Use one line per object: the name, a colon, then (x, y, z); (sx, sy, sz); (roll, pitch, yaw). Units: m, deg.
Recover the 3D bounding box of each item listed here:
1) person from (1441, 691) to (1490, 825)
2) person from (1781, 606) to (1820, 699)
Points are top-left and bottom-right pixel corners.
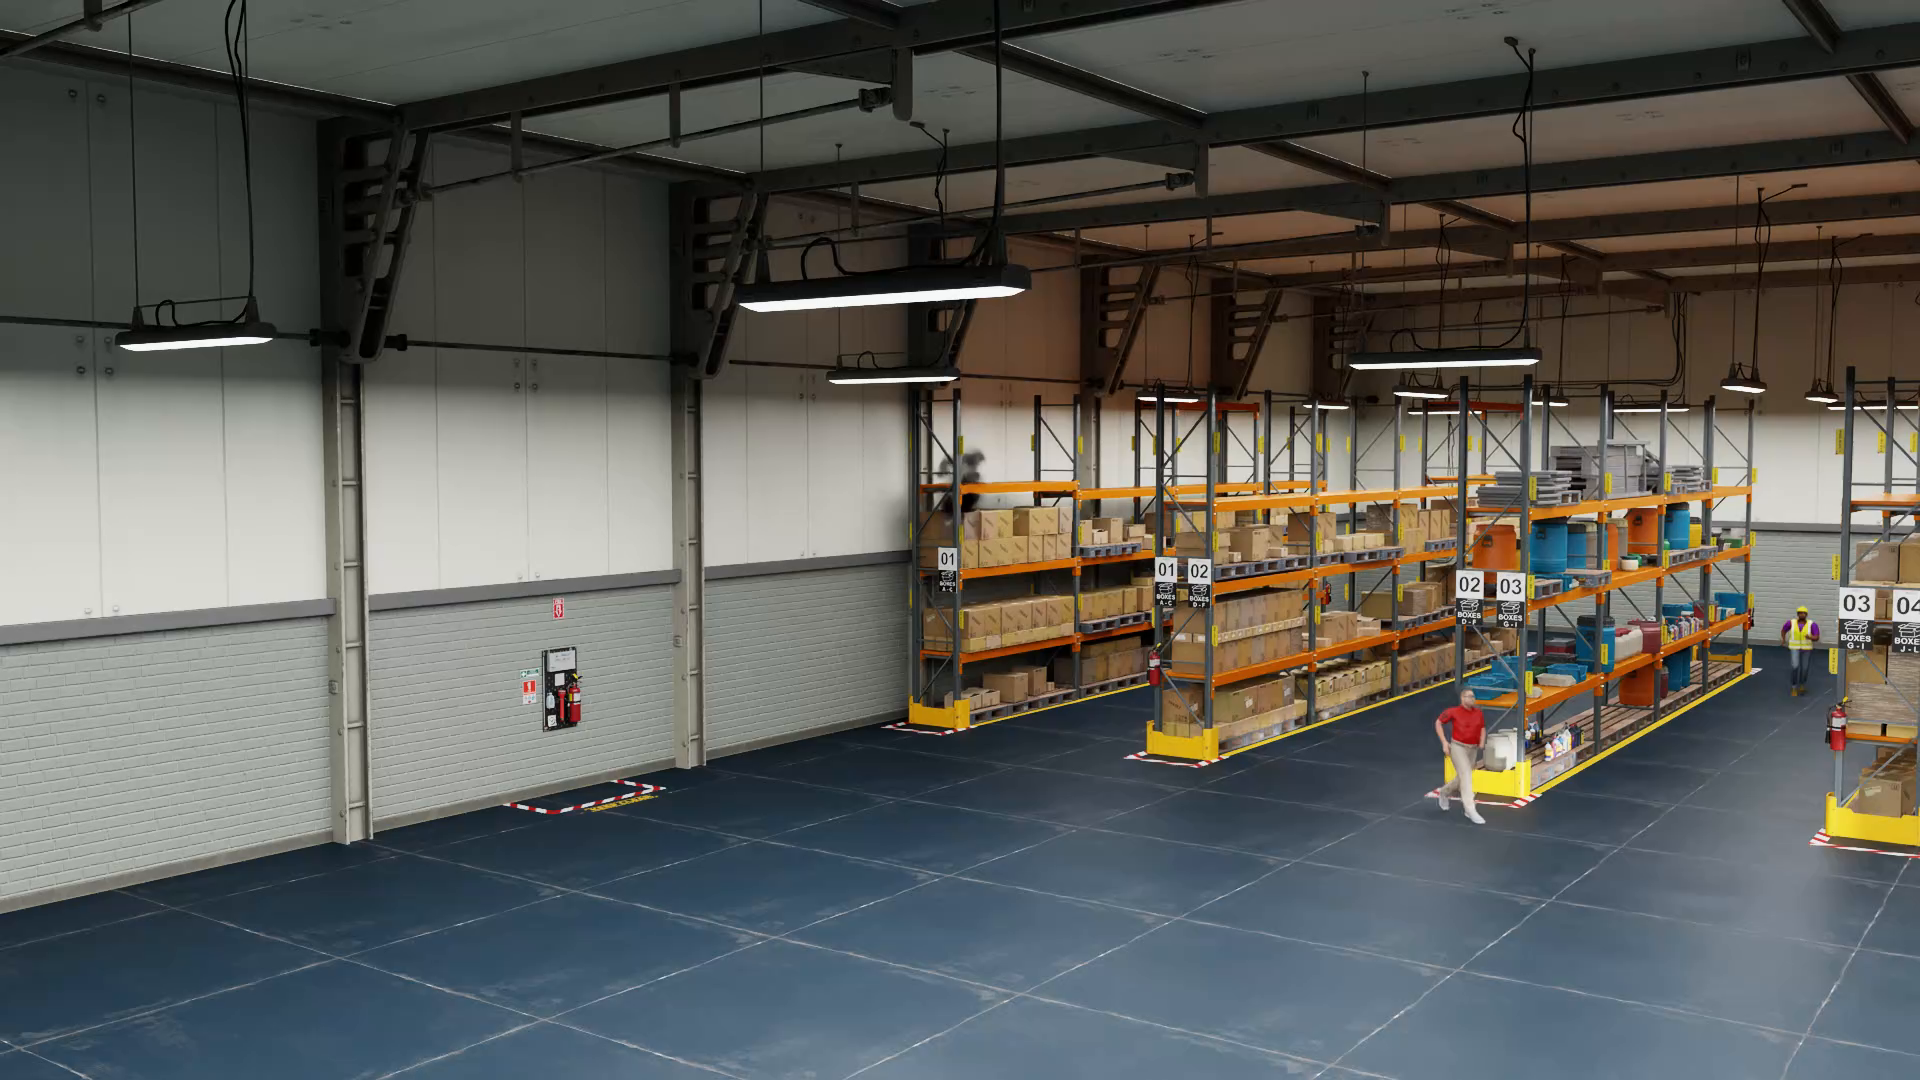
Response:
person: (6.835, 2.892, 22.343); (0.680, 1.723, 0.896); (-1, 4, -23)
person: (16.741, 2.217, 33.131); (0.683, 1.804, 0.876); (1, 4, 24)
